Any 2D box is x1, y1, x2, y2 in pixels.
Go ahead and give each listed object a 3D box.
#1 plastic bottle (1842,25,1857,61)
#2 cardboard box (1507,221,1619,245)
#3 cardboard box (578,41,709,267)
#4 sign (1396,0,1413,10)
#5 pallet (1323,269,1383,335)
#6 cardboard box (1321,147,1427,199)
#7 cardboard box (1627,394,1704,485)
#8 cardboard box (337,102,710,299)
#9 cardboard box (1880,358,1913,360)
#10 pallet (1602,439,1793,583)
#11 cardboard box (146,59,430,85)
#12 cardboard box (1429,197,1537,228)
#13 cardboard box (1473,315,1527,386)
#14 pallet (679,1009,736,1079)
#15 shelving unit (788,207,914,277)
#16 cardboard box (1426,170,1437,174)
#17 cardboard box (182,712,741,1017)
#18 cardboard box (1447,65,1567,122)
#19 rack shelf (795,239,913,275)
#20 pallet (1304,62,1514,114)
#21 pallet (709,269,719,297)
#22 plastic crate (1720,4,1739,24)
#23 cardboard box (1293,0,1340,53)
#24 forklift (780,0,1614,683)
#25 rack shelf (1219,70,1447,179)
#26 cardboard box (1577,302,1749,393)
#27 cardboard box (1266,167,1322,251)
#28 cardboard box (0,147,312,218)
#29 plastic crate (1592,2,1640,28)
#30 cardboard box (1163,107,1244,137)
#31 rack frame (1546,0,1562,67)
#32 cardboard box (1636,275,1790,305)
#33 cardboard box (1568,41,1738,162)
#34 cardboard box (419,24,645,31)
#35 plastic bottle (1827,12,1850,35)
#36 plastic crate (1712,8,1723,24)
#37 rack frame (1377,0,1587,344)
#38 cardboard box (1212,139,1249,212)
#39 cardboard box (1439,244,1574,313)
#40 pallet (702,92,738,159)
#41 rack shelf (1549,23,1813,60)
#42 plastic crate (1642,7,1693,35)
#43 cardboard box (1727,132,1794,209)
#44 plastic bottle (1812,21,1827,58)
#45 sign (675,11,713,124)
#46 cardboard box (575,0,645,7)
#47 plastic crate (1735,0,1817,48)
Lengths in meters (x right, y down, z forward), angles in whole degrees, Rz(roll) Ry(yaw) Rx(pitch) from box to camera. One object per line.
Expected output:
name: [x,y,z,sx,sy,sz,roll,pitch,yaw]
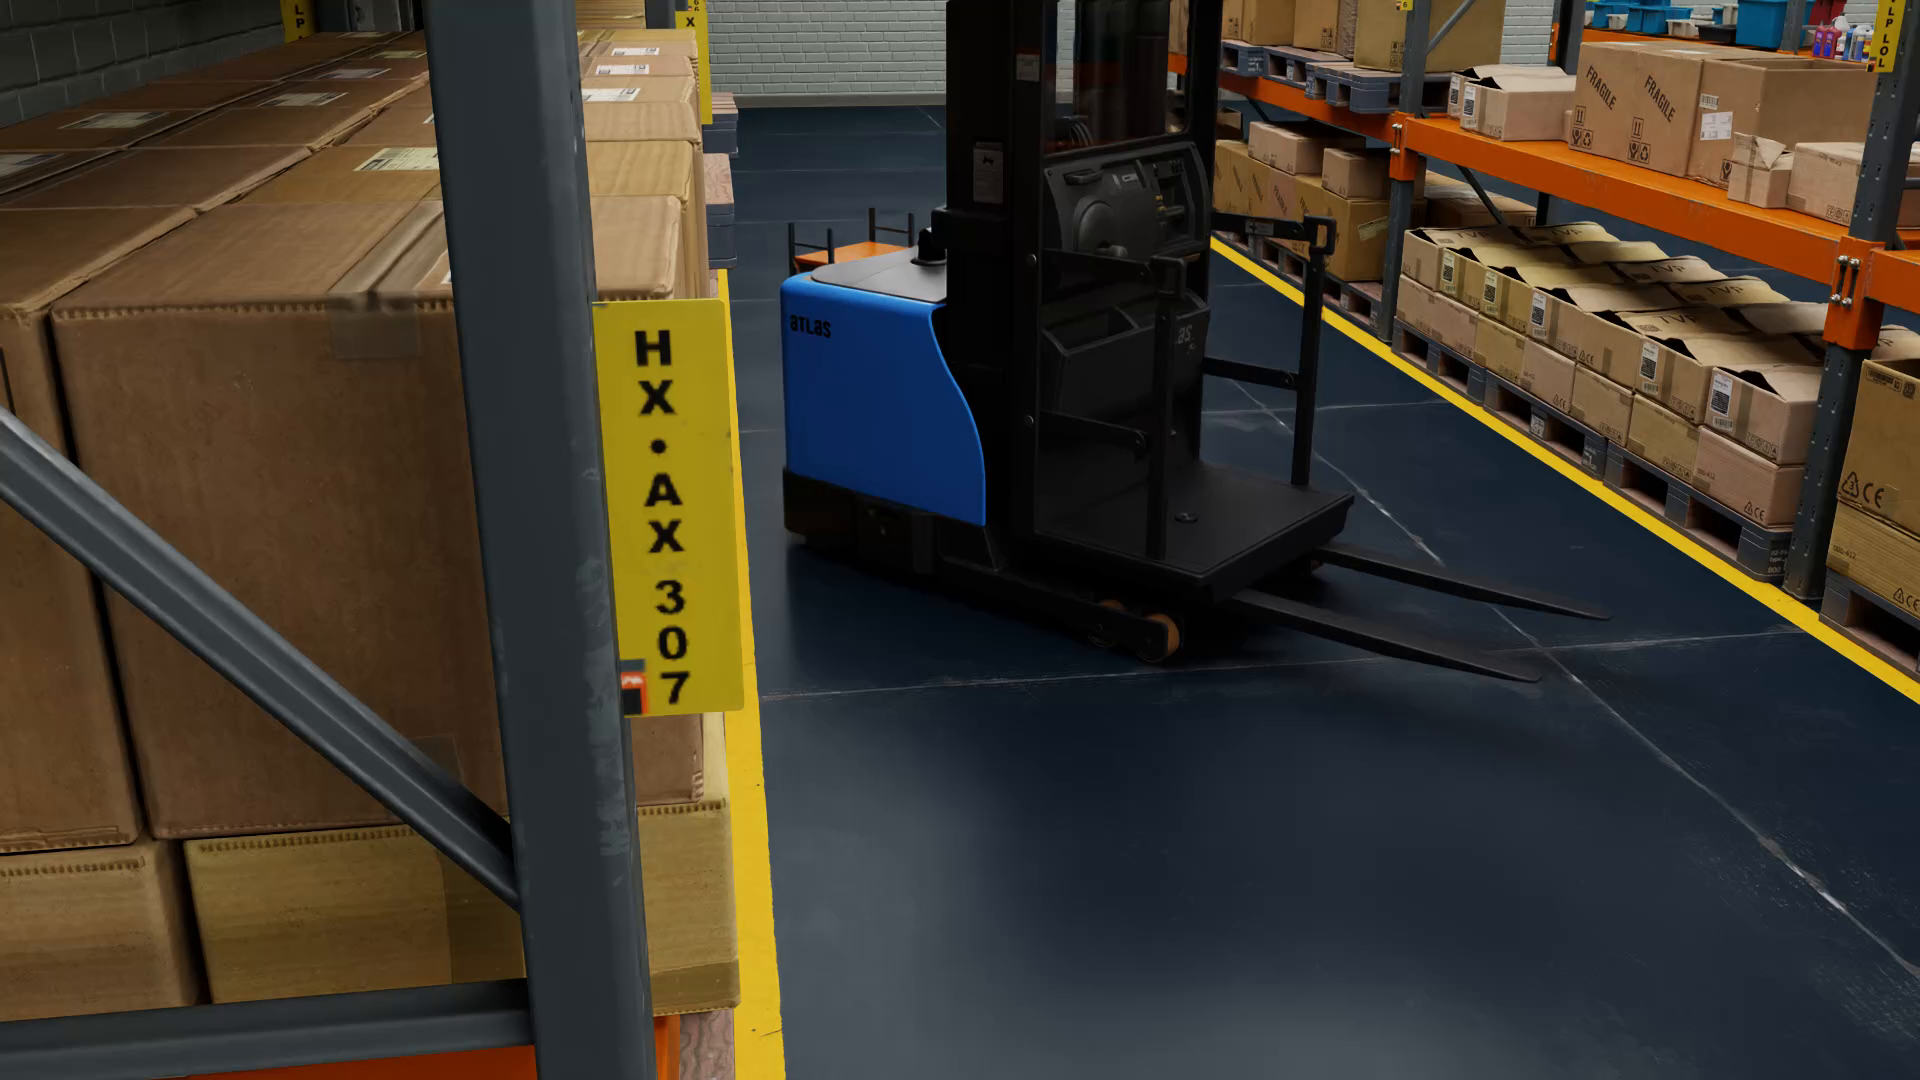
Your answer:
plastic bottle: [7.018,-3.911,13.085,0.097,0.271,0.097,0,20,0]
cardboard box: [3.312,-1.608,9.263,0.500,0.311,0.500,-2,21,-6]
cardboard box: [-0.880,-0.939,4.058,0.500,0.500,0.500,-3,21,-8]
sign: [2.458,-3.080,9.135,0.100,0.325,0.005,-3,21,-8]
pallet: [2.923,-1.560,10.591,1.003,0.211,1.213,-3,21,-8]
cardboard box: [2.614,-2.323,10.521,0.500,0.250,0.500,-2,21,-6]
cardboard box: [3.152,-0.434,6.919,0.500,0.250,0.500,-3,21,-9]
cardboard box: [-0.656,-0.406,2.631,0.500,0.500,0.500,-4,21,-10]
cardboard box: [3.757,-0.548,6.424,0.500,0.311,0.500,-3,21,-8]
pallet: [3.425,-0.168,6.863,1.003,0.211,1.213,-3,21,-8]
cardboard box: [-1.333,-0.735,3.510,0.500,0.500,0.500,-2,21,-6]
cardboard box: [3.210,-1.813,10.226,0.500,0.500,0.500,-2,21,-5]
cardboard box: [2.932,-0.964,8.341,0.500,0.250,0.500,-3,21,-9]
pallet: [-1.021,0.991,3.762,1.003,0.211,1.213,-3,21,-8]
shelving unit: [-0.444,-0.762,7.043,0.258,1.200,0.503,16,26,36]
cardboard box: [2.982,-2.348,11.660,0.500,0.500,0.500,-4,21,-10]
cardboard box: [-0.511,0.291,1.835,0.500,0.250,0.500,-4,21,-9]
cardboard box: [3.002,-2.436,9.078,0.500,0.311,0.500,-2,21,-4]
rack shelf: [-0.444,-1.131,6.905,0.258,0.148,0.480,16,26,36]
pallet: [2.826,-2.747,10.058,1.213,0.211,1.003,-3,21,-8]
pallet: [-2.120,-1.746,11.090,1.003,0.211,1.213,-3,21,-8]
plastic crate: [7.281,-4.750,15.229,0.437,0.282,0.530,-3,21,-8]
cardboard box: [2.732,-3.626,11.393,0.700,0.500,0.500,-8,22,-21]
forklift: [0.756,-1.168,5.655,3.031,2.935,1.130,16,26,36]
rack shelf: [2.705,-2.961,11.385,1.077,0.370,4.000,-3,21,-8]
cardboard box: [3.077,-0.871,7.288,0.500,0.311,0.500,-3,21,-8]
cardboard box: [2.470,-2.313,11.566,0.500,0.500,0.500,-4,21,-10]
cardboard box: [-1.096,-0.202,2.085,0.500,0.500,0.500,-3,21,-7]
plastic crate: [6.547,-5.244,16.622,0.416,0.233,0.300,-3,21,-8]
cardboard box: [2.141,-3.677,15.214,0.797,0.503,0.637,-3,21,-8]
rack frame: [6.742,-5.624,17.487,1.000,3.000,0.127,-3,21,-8]
cardboard box: [3.534,-1.080,7.849,0.500,0.311,0.500,-2,21,-6]
cardboard box: [3.251,-2.072,7.835,0.500,0.500,0.500,-4,21,-11]
cardboard box: [-1.371,-1.400,5.407,0.700,0.500,0.500,-3,21,-8]
plastic bottle: [7.055,-4.064,13.380,0.144,0.351,0.185,-3,21,-8]
plastic crate: [7.292,-4.876,15.637,0.416,0.233,0.300,-3,21,-8]
rack frame: [2.993,-2.606,9.405,1.000,3.000,0.127,-3,21,-8]
cardboard box: [2.245,-2.846,12.992,0.500,0.500,0.500,-4,21,-10]
cardboard box: [2.862,-1.399,8.704,0.500,0.311,0.500,-3,21,-9]
pallet: [-1.700,-2.023,8.120,1.213,0.211,1.003,-3,21,-8]
rack shelf: [7.031,-4.595,15.759,1.077,0.370,4.000,-3,21,-8]
plastic crate: [6.685,-4.912,15.734,0.416,0.233,0.300,-3,21,-8]
cardboard box: [3.261,-1.453,6.511,0.396,0.266,0.258,-3,21,-9]
plastic bottle: [6.950,-4.036,13.402,0.061,0.283,0.133,-3,21,-8]
sign: [-0.796,-1.405,4.954,0.100,0.325,0.005,-3,21,-8]
cardboard box: [-1.629,-2.015,7.052,0.700,0.500,0.500,-3,21,-8]
plastic crate: [6.914,-4.404,14.158,0.392,0.384,0.575,-3,21,-8]
